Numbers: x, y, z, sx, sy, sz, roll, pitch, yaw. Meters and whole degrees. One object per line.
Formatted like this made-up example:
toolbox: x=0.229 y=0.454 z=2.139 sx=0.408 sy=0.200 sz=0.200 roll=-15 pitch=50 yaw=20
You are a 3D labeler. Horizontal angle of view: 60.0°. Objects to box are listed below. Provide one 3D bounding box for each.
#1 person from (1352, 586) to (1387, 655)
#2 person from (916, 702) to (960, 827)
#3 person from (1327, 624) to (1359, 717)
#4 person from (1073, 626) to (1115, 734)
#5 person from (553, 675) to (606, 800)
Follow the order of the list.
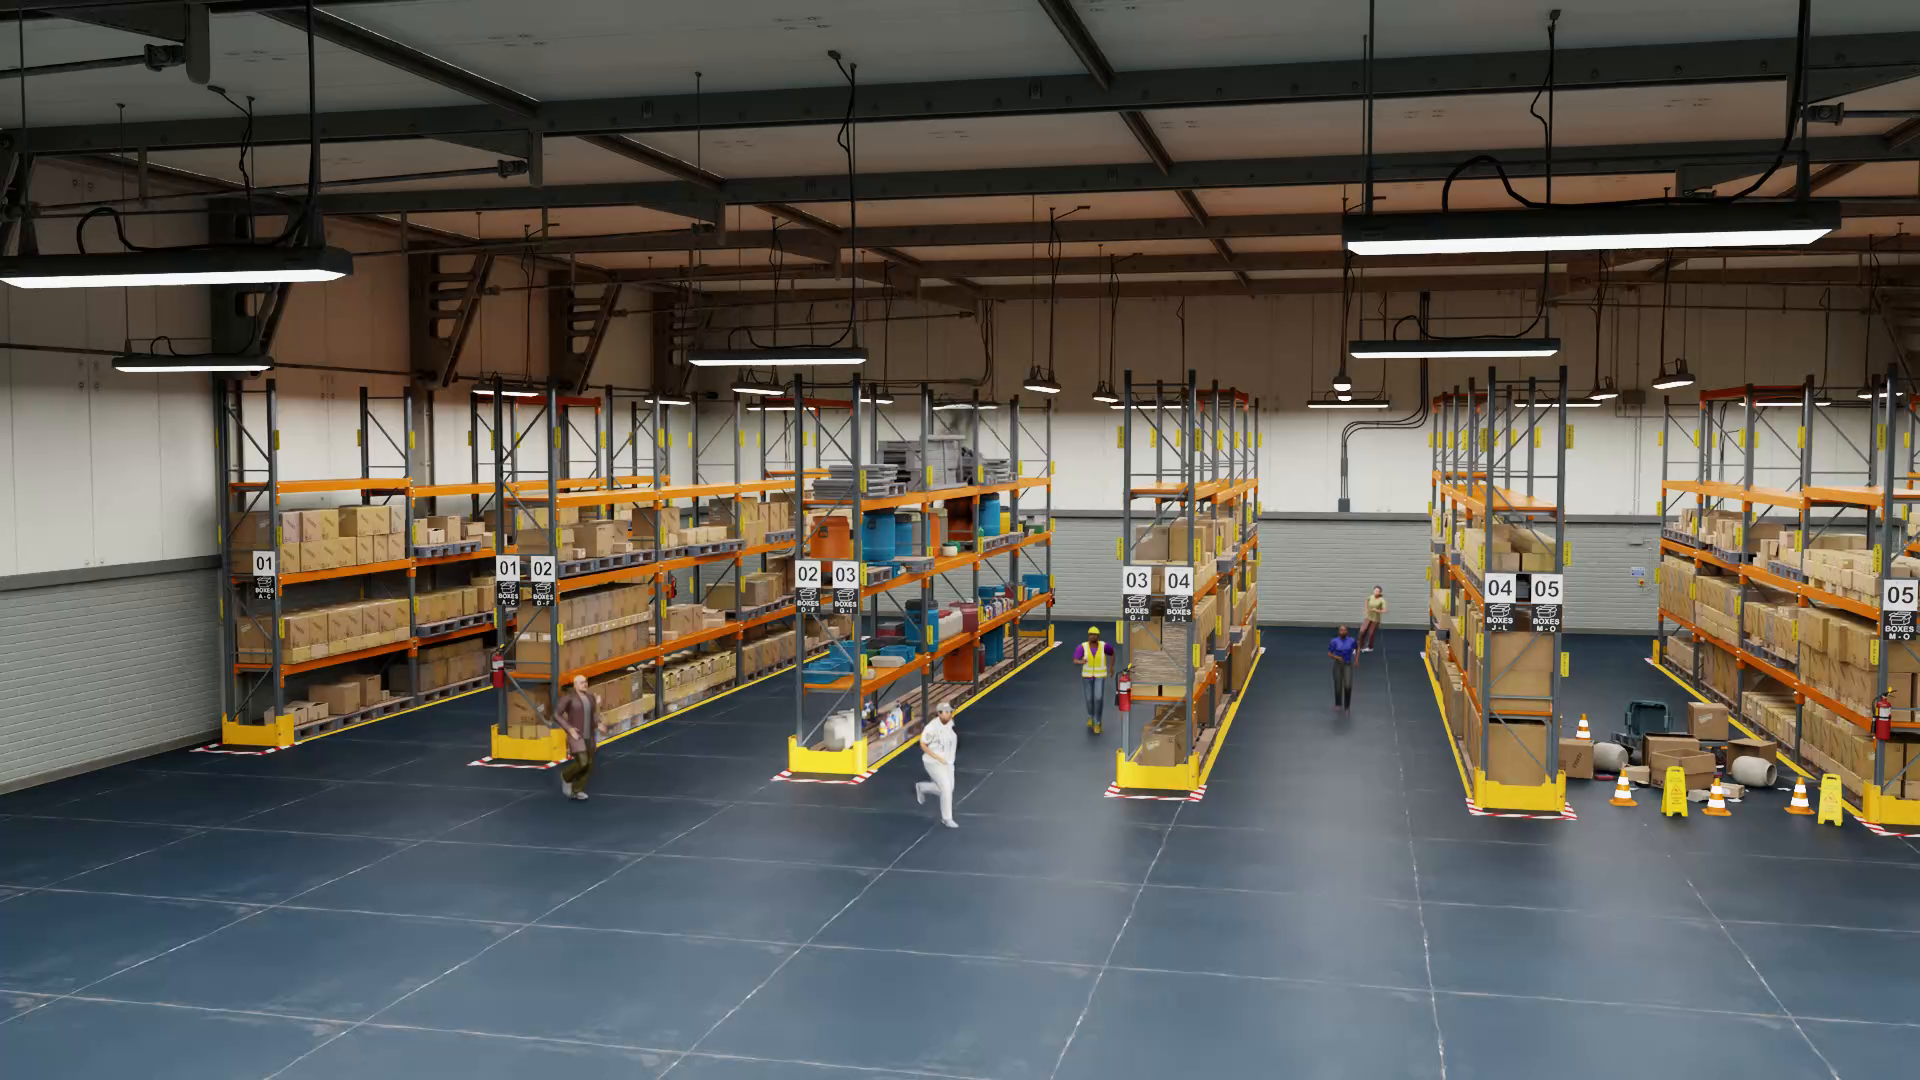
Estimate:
person: x=9.608 y=1.864 z=38.742 sx=0.730 sy=1.630 sz=0.731 roll=2 pitch=4 yaw=34
person: x=-0.318 y=2.917 z=21.740 sx=0.751 sy=1.647 sz=0.624 roll=3 pitch=4 yaw=40
person: x=6.976 y=2.384 z=30.256 sx=0.584 sy=1.698 sz=0.718 roll=1 pitch=3 yaw=10
person: x=2.294 y=2.399 z=28.636 sx=0.689 sy=1.841 sz=0.810 roll=1 pitch=3 yaw=11
person: x=-5.268 y=2.777 z=23.123 sx=0.630 sy=1.661 sz=0.687 roll=3 pitch=4 yaw=38
